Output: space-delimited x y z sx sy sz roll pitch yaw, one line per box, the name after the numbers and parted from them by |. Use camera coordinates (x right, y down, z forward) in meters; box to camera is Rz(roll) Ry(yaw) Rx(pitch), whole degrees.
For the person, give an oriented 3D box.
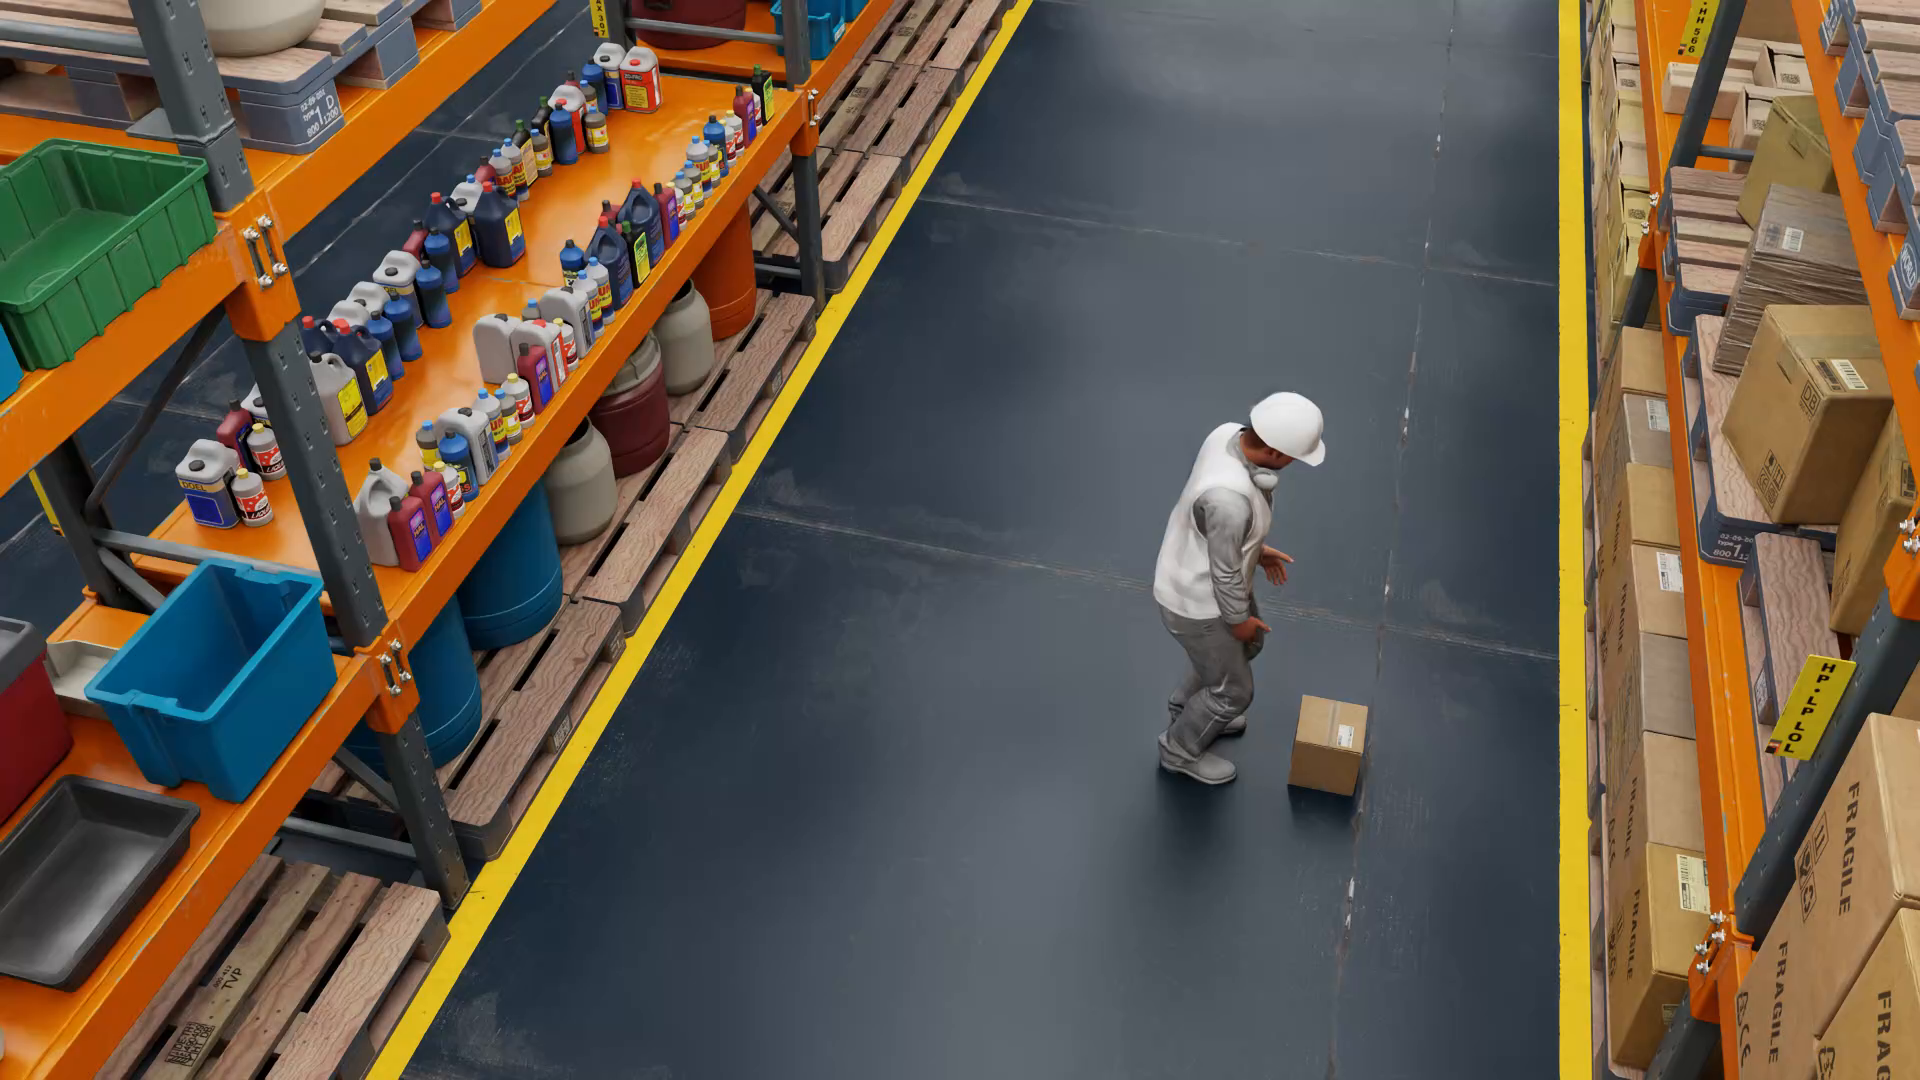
0.973 0.150 6.031 0.516 1.695 0.567 11 42 12 | person
